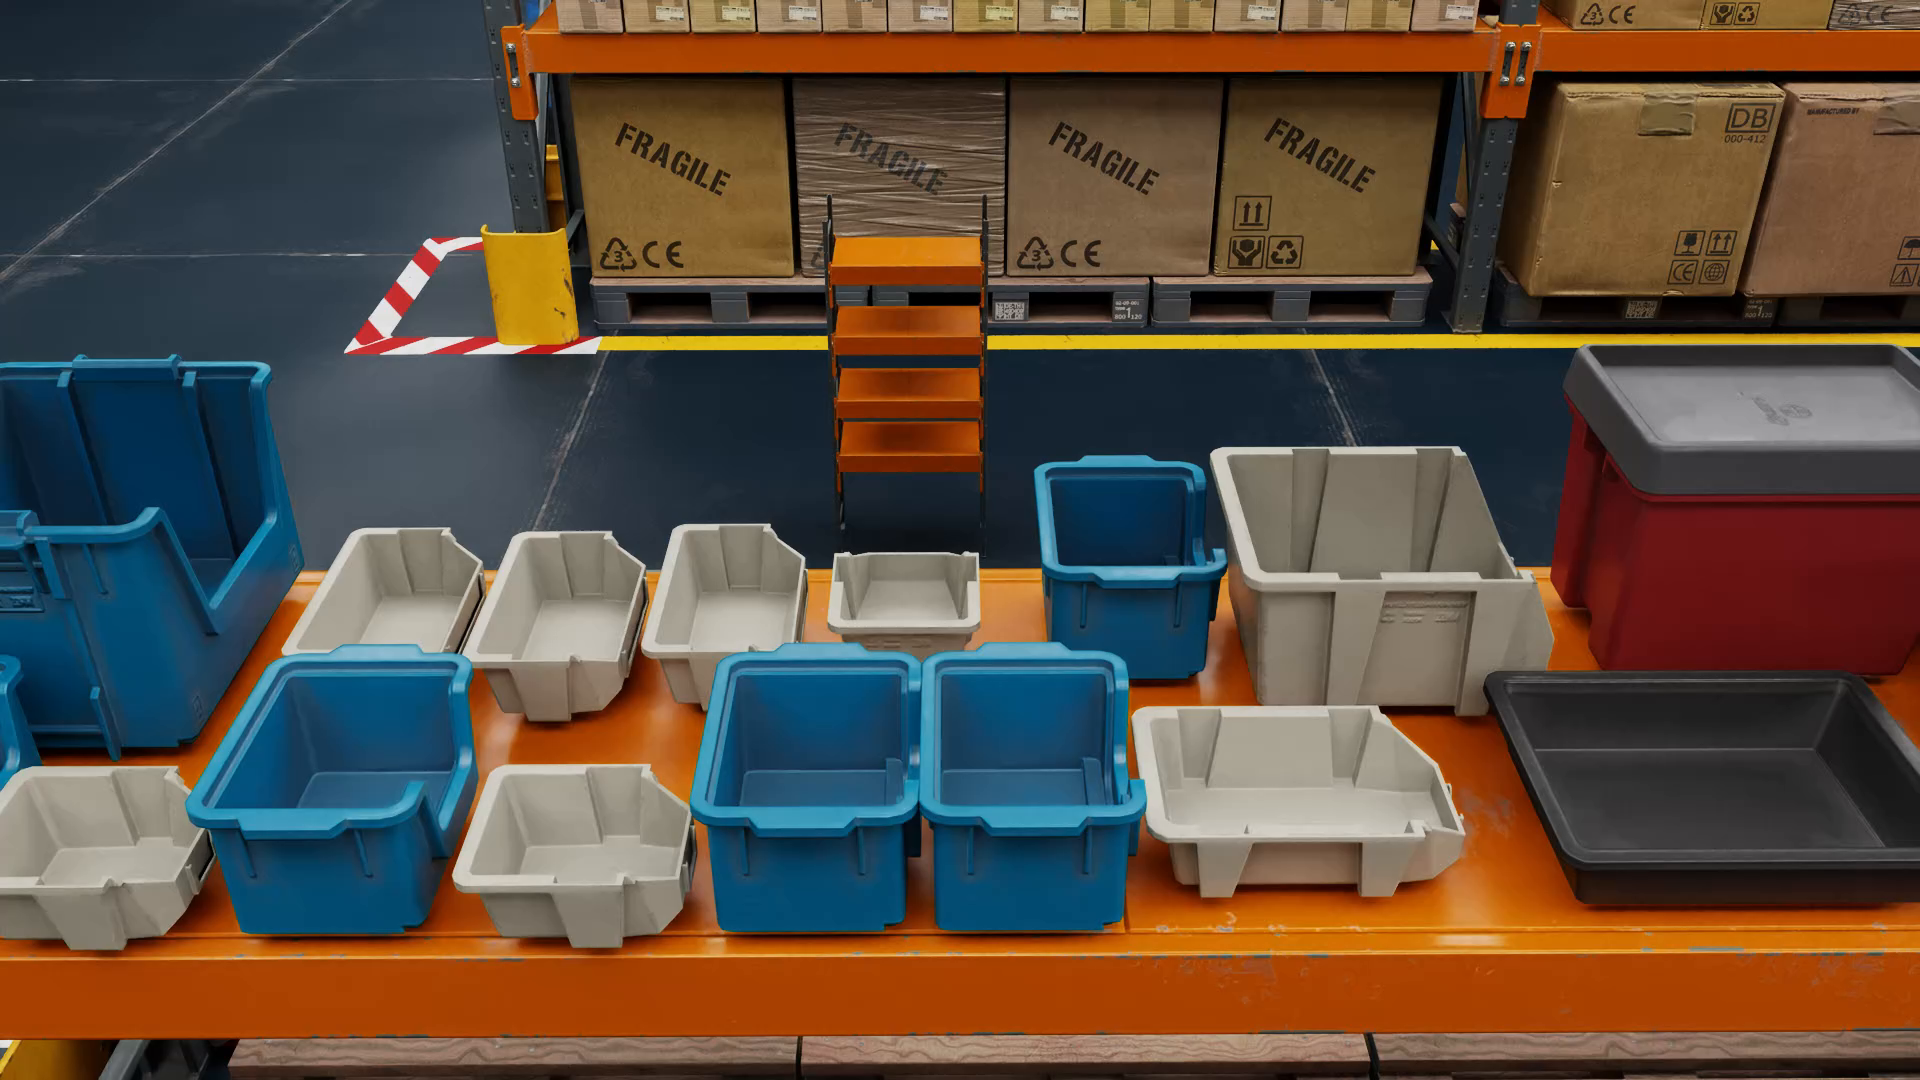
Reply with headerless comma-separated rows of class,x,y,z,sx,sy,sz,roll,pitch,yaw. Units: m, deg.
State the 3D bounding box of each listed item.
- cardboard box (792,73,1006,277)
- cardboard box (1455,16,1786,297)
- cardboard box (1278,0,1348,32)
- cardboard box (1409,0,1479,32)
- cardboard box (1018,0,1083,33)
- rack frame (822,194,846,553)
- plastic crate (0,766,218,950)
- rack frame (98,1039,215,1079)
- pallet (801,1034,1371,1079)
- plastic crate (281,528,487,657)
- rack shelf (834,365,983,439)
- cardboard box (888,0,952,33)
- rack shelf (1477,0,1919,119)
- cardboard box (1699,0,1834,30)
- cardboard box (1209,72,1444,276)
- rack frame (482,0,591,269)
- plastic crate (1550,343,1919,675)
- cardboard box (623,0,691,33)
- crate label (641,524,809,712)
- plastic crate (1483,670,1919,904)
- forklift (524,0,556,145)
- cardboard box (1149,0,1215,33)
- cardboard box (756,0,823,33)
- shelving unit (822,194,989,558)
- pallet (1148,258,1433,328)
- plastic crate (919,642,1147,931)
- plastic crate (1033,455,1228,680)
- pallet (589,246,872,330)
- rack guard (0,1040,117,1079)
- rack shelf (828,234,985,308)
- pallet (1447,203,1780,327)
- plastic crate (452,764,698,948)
cardboard box,-0.251,-1.738,7.366,0.875,0.875,0.875,0,31,0
cardboard box,2.839,-1.717,7.331,0.875,0.875,1.225,0,31,0
cardboard box,1.382,-2.153,6.649,0.250,0.149,0.380,-1,31,-1
cardboard box,1.896,-2.155,6.652,0.250,0.149,0.380,0,31,0
cardboard box,0.357,-2.150,6.644,0.250,0.149,0.380,0,31,1
rack frame,-0.410,-0.512,5.437,0.015,1.200,0.240,0,31,0
plastic crate,-1.201,0.448,2.317,0.298,0.136,0.250,0,31,0
rack frame,-1.771,0.149,2.613,0.127,3.000,1.000,0,31,0
pallet,0.271,1.356,3.311,1.213,0.211,1.003,0,31,0
plastic crate,-0.956,0.139,2.825,0.243,0.136,0.396,0,31,0
rack shelf,-0.166,-0.455,5.473,0.480,0.148,0.258,0,31,0
cardboard box,-0.158,-2.148,6.641,0.250,0.149,0.380,0,31,-1
rack shelf,4.199,-2.132,7.065,4.000,0.370,1.077,0,31,0
cardboard box,3.164,-2.350,6.634,0.500,0.500,0.500,0,31,0
cardboard box,1.539,-1.744,7.375,0.875,0.875,0.875,0,31,0
rack frame,-1.801,-2.420,6.848,0.127,3.000,1.000,0,31,0
plastic crate,1.335,-0.044,2.811,0.583,0.464,0.402,0,31,0
cardboard box,-1.187,-2.145,6.635,0.250,0.149,0.380,-1,31,-1
crate label,-0.388,0.132,2.837,0.243,0.136,0.396,0,31,0
plastic crate,1.112,0.371,2.454,0.590,0.125,0.437,0,31,0
forklift,-0.830,-3.634,8.913,3.031,2.935,1.130,-2,31,-3
cardboard box,0.867,-2.151,6.646,0.250,0.149,0.380,0,31,1
cardboard box,-0.670,-2.147,6.639,0.250,0.149,0.380,-1,31,-1
shelving unit,-0.166,-0.512,5.438,0.503,1.200,0.258,0,31,0
pallet,1.438,-1.279,7.655,1.213,0.211,1.003,0,31,0
plastic crate,0.095,0.360,2.369,0.300,0.233,0.416,0,31,0
plastic crate,0.281,0.055,2.871,0.300,0.233,0.416,0,31,0
pallet,-1.001,-1.271,7.642,1.213,0.211,1.003,0,31,0
rack guard,-1.795,1.224,3.250,0.348,0.500,1.175,0,31,0
rack shelf,-0.166,-0.848,5.234,0.480,0.148,0.258,0,31,0
pallet,2.970,-1.282,7.660,1.213,0.211,1.003,0,31,0
plastic crate,-0.522,0.446,2.320,0.298,0.136,0.250,0,31,0
